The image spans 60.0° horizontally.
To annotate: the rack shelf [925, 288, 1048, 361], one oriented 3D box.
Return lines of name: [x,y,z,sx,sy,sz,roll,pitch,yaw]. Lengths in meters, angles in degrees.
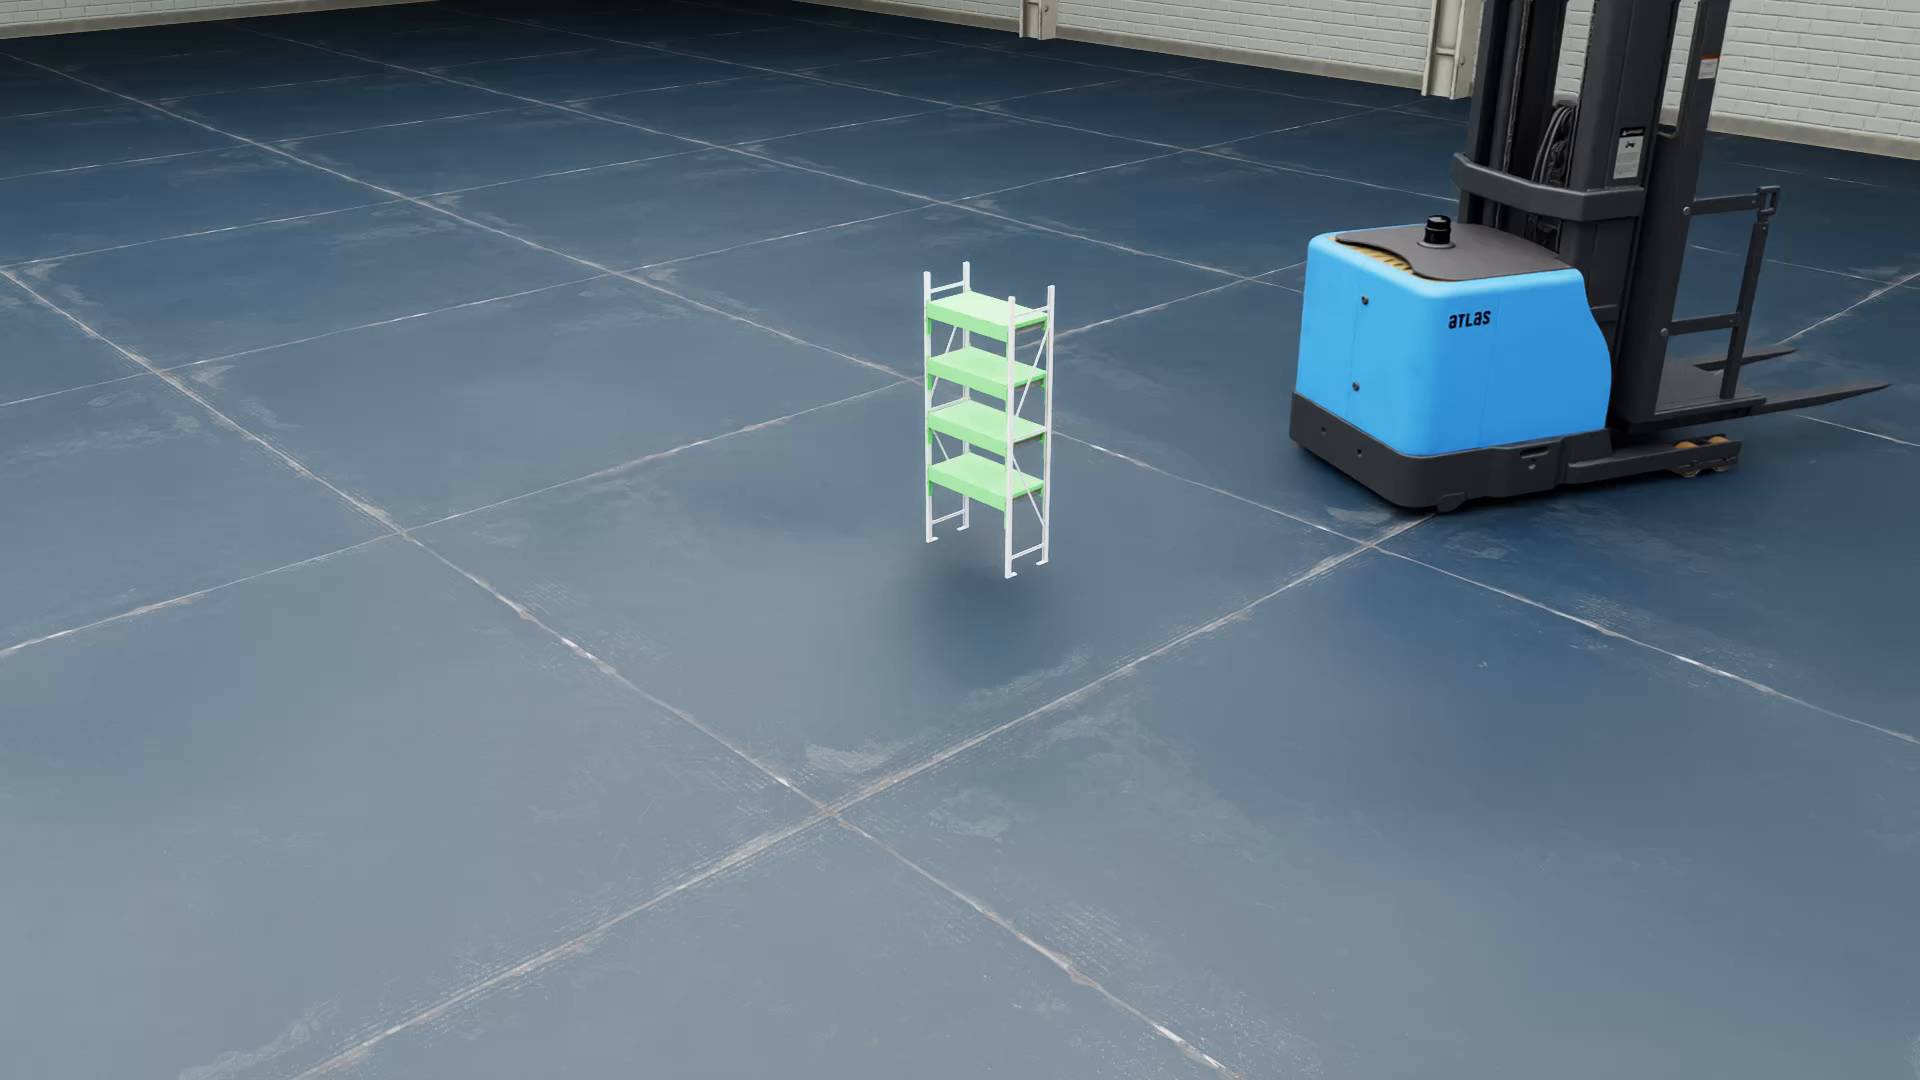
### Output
rack shelf: [0.113,-0.874,6.718,0.258,0.148,0.480,-21,32,-38]

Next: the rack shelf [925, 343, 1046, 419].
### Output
rack shelf: [0.113,-0.656,6.818,0.258,0.148,0.480,-21,32,-38]

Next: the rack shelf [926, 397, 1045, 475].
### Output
rack shelf: [0.113,-0.438,6.918,0.258,0.148,0.480,-21,32,-38]

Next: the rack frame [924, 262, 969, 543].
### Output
rack frame: [-0.054,-0.570,7.053,0.240,1.200,0.015,-21,32,-38]

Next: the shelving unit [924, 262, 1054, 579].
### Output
shelving unit: [0.113,-0.496,6.891,0.258,1.200,0.503,-21,32,-38]

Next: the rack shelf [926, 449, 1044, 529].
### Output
rack shelf: [0.113,-0.219,7.017,0.258,0.148,0.480,-21,32,-38]

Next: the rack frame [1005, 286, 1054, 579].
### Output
rack frame: [0.280,-0.422,6.729,0.240,1.200,0.015,-21,32,-38]

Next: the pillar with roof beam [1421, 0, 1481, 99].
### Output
pillar with roof beam: [1.969,-7.555,12.970,9.100,9.000,0.400,-21,32,-38]

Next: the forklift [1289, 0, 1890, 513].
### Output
forklift: [3.192,-1.826,7.721,3.031,2.935,1.130,-9,26,-19]

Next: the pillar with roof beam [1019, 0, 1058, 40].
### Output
pillar with roof beam: [-2.132,-9.373,16.954,9.100,9.000,0.400,-21,32,-38]
